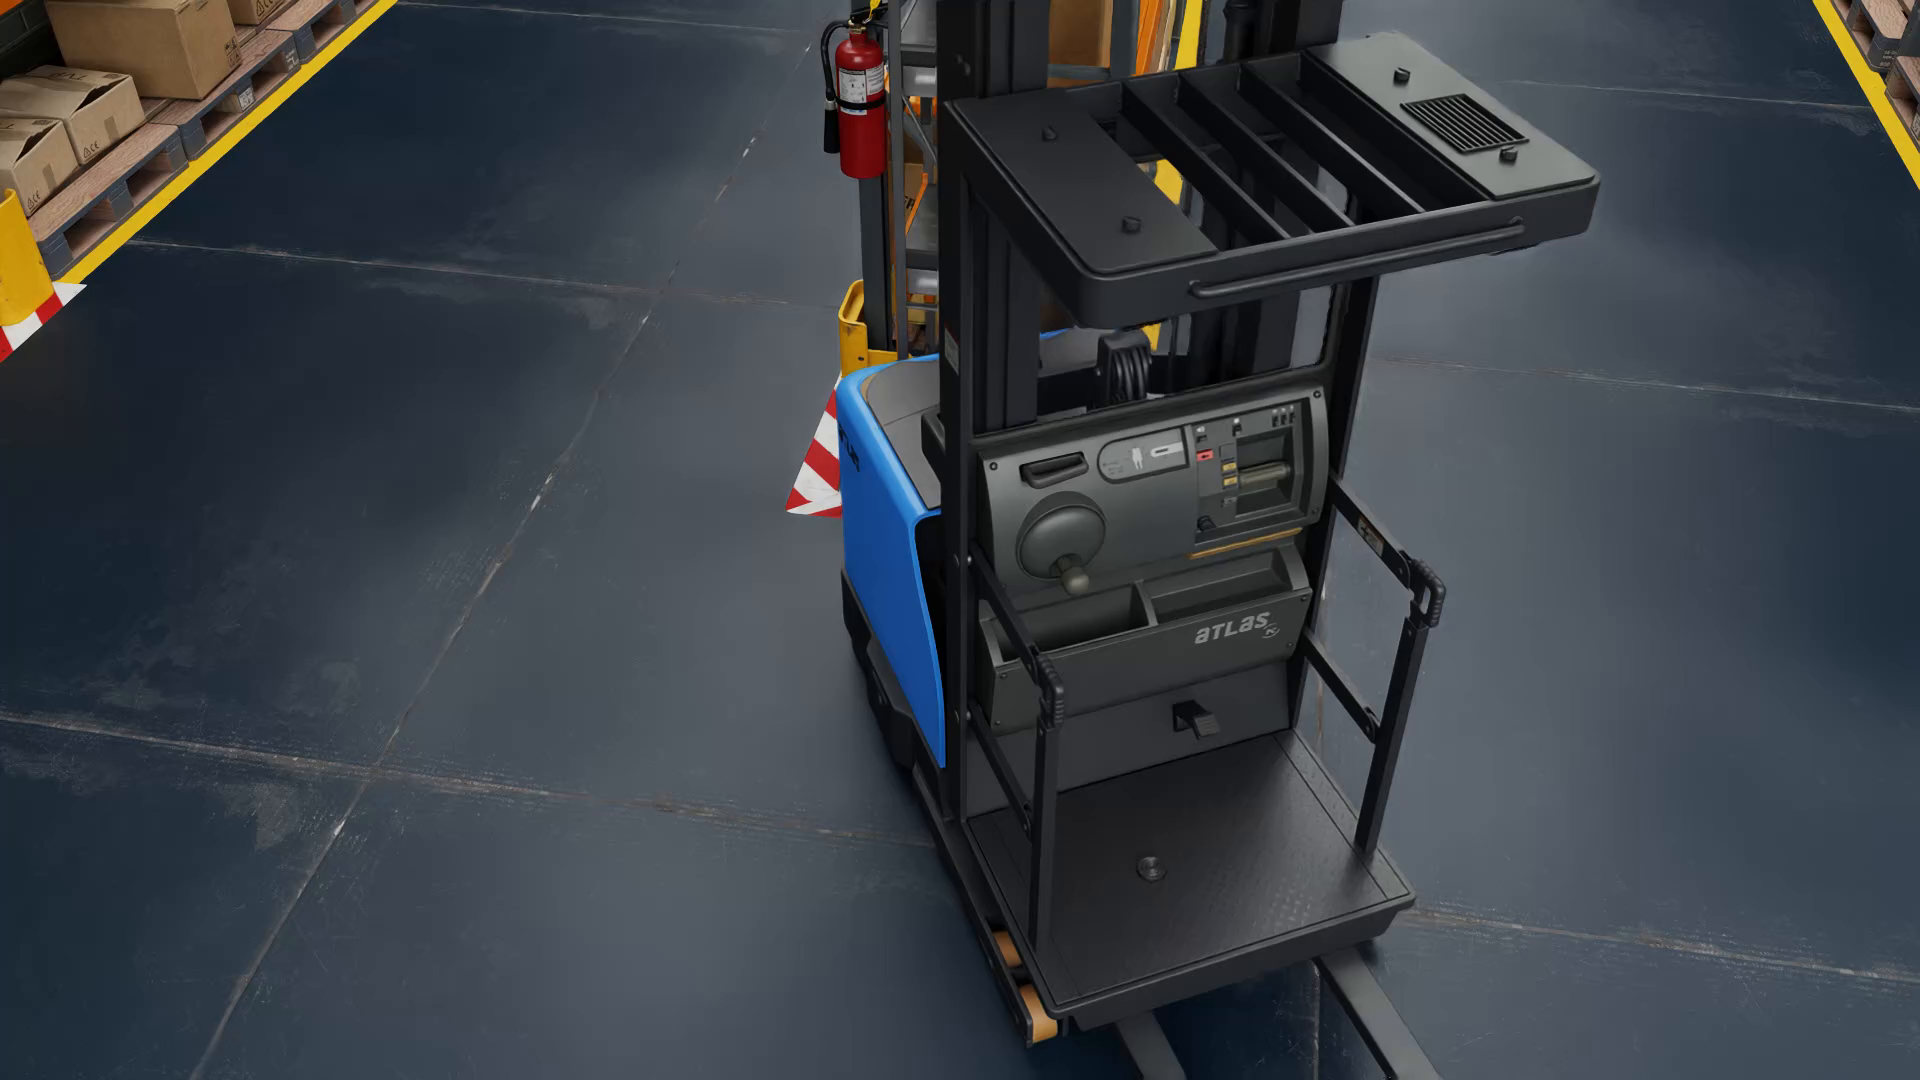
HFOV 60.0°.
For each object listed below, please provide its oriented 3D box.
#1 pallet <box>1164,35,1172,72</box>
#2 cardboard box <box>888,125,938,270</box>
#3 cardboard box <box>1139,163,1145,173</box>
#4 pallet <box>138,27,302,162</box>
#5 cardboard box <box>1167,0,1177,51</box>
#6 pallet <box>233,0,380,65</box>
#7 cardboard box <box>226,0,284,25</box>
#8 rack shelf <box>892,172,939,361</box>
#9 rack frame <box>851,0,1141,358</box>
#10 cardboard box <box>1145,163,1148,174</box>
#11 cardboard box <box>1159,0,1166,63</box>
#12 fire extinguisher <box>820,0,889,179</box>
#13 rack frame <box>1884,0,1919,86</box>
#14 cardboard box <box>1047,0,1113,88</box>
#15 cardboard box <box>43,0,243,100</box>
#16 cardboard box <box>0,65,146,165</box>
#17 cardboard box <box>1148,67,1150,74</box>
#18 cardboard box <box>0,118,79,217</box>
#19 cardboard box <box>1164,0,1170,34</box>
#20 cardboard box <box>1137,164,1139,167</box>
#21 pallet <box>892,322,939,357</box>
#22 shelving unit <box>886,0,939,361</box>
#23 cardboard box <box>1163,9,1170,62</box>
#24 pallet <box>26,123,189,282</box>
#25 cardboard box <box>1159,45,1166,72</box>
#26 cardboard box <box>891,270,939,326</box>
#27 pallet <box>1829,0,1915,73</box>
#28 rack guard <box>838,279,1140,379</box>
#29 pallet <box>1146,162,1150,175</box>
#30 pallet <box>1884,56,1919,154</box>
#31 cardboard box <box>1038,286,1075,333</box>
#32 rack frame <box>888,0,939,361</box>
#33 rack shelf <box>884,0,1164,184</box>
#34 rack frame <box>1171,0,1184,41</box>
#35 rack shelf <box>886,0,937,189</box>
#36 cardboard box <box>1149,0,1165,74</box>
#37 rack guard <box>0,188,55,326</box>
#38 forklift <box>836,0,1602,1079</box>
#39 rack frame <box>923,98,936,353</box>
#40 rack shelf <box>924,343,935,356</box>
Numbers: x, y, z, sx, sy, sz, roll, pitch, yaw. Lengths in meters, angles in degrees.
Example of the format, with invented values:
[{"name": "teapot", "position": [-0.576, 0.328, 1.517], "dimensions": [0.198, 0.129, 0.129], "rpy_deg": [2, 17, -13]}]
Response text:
[{"name": "pallet", "position": [0.635, -2.624, 9.258], "dimensions": [1.003, 0.211, 1.213], "rpy_deg": [6, 40, 8]}, {"name": "cardboard box", "position": [-0.079, -1.443, 6.881], "dimensions": [0.500, 0.500, 0.500], "rpy_deg": [6, 40, 8]}, {"name": "cardboard box", "position": [0.603, -1.724, 7.810], "dimensions": [0.500, 0.250, 0.500], "rpy_deg": [6, 40, 8]}, {"name": "pallet", "position": [-4.356, -2.469, 9.070], "dimensions": [1.003, 0.211, 1.213], "rpy_deg": [6, 40, 8]}, {"name": "cardboard box", "position": [0.949, -2.980, 9.328], "dimensions": [0.500, 0.250, 0.500], "rpy_deg": [6, 40, 8]}, {"name": "pallet", "position": [-4.147, -3.237, 9.999], "dimensions": [1.003, 0.211, 1.213], "rpy_deg": [6, 40, 8]}, {"name": "cardboard box", "position": [-4.206, -3.287, 9.488], "dimensions": [0.500, 0.500, 0.500], "rpy_deg": [4, 40, 4]}, {"name": "rack shelf", "position": [0.029, -0.903, 5.715], "dimensions": [0.431, 0.518, 0.480], "rpy_deg": [6, 40, 8]}, {"name": "rack frame", "position": [0.122, -1.682, 5.931], "dimensions": [1.000, 3.000, 0.127], "rpy_deg": [6, 40, 8]}, {"name": "cardboard box", "position": [0.695, -2.038, 8.189], "dimensions": [0.500, 0.250, 0.500], "rpy_deg": [6, 40, 8]}, {"name": "cardboard box", "position": [0.768, -2.642, 8.331], "dimensions": [0.500, 0.500, 0.500], "rpy_deg": [6, 40, 8]}, {"name": "fire extinguisher", "position": [-0.356, -1.630, 5.928], "dimensions": [0.296, 0.674, 0.183], "rpy_deg": [6, 40, 8]}, {"name": "rack frame", "position": [5.692, -3.644, 8.304], "dimensions": [1.000, 3.000, 0.127], "rpy_deg": [6, 40, 8]}, {"name": "cardboard box", "position": [0.215, -2.012, 6.252], "dimensions": [0.700, 0.500, 0.500], "rpy_deg": [6, 40, 8]}, {"name": "cardboard box", "position": [-4.275, -2.669, 8.741], "dimensions": [0.700, 0.500, 0.500], "rpy_deg": [4, 40, 5]}, {"name": "cardboard box", "position": [-4.451, -2.142, 8.251], "dimensions": [0.500, 0.311, 0.500], "rpy_deg": [10, 41, 11]}, {"name": "cardboard box", "position": [0.592, -2.015, 7.573], "dimensions": [0.500, 0.500, 0.500], "rpy_deg": [6, 40, 8]}, {"name": "cardboard box", "position": [-4.550, -1.784, 7.818], "dimensions": [0.500, 0.311, 0.500], "rpy_deg": [2, 40, 3]}, {"name": "cardboard box", "position": [0.851, -2.956, 8.711], "dimensions": [0.500, 0.500, 0.500], "rpy_deg": [6, 40, 8]}, {"name": "cardboard box", "position": [0.518, -1.700, 7.191], "dimensions": [0.500, 0.500, 0.500], "rpy_deg": [6, 40, 8]}, {"name": "pallet", "position": [0.213, -1.092, 7.405], "dimensions": [1.003, 0.211, 1.213], "rpy_deg": [6, 40, 8]}, {"name": "shelving unit", "position": [0.029, -0.913, 5.707], "dimensions": [0.431, 2.100, 0.503], "rpy_deg": [6, 40, 8]}, {"name": "cardboard box", "position": [0.853, -2.667, 8.950], "dimensions": [0.500, 0.250, 0.500], "rpy_deg": [6, 40, 8]}, {"name": "pallet", "position": [-4.569, -1.705, 8.147], "dimensions": [1.003, 0.211, 1.213], "rpy_deg": [6, 40, 8]}, {"name": "cardboard box", "position": [0.781, -2.352, 8.569], "dimensions": [0.500, 0.250, 0.500], "rpy_deg": [6, 40, 8]}, {"name": "cardboard box", "position": [-0.076, -1.154, 7.120], "dimensions": [0.500, 0.250, 0.500], "rpy_deg": [6, 40, 8]}, {"name": "pallet", "position": [5.790, -3.067, 9.793], "dimensions": [1.003, 0.211, 1.213], "rpy_deg": [6, 40, 8]}, {"name": "rack guard", "position": [0.118, -0.704, 6.709], "dimensions": [1.175, 0.500, 0.348], "rpy_deg": [6, 40, 8]}, {"name": "pallet", "position": [0.426, -1.856, 8.329], "dimensions": [1.003, 0.211, 1.213], "rpy_deg": [6, 40, 8]}, {"name": "pallet", "position": [5.535, -2.153, 8.688], "dimensions": [1.003, 0.211, 1.213], "rpy_deg": [6, 40, 8]}, {"name": "cardboard box", "position": [0.434, -1.097, 7.051], "dimensions": [0.500, 0.250, 0.500], "rpy_deg": [6, 40, 8]}, {"name": "rack frame", "position": [-0.014, -0.760, 5.521], "dimensions": [0.400, 2.100, 0.015], "rpy_deg": [6, 40, 8]}, {"name": "rack shelf", "position": [0.468, -2.660, 7.678], "dimensions": [1.077, 0.370, 4.000], "rpy_deg": [6, 40, 8]}, {"name": "rack frame", "position": [0.814, -4.193, 8.967], "dimensions": [1.000, 3.000, 0.127], "rpy_deg": [6, 40, 8]}, {"name": "rack shelf", "position": [0.029, -1.442, 5.269], "dimensions": [0.431, 0.518, 0.480], "rpy_deg": [6, 40, 8]}, {"name": "cardboard box", "position": [0.696, -2.327, 7.950], "dimensions": [0.500, 0.500, 0.500], "rpy_deg": [6, 40, 8]}, {"name": "rack guard", "position": [-4.745, -1.311, 7.443], "dimensions": [1.175, 0.500, 0.348], "rpy_deg": [6, 40, 8]}, {"name": "forklift", "position": [0.578, -0.051, 4.012], "dimensions": [1.130, 2.935, 3.031], "rpy_deg": [-13, 41, -15]}, {"name": "rack frame", "position": [0.071, -1.066, 5.892], "dimensions": [0.400, 2.100, 0.015], "rpy_deg": [6, 40, 8]}, {"name": "rack shelf", "position": [0.029, -0.363, 6.161], "dimensions": [0.431, 0.518, 0.480], "rpy_deg": [6, 40, 8]}]
